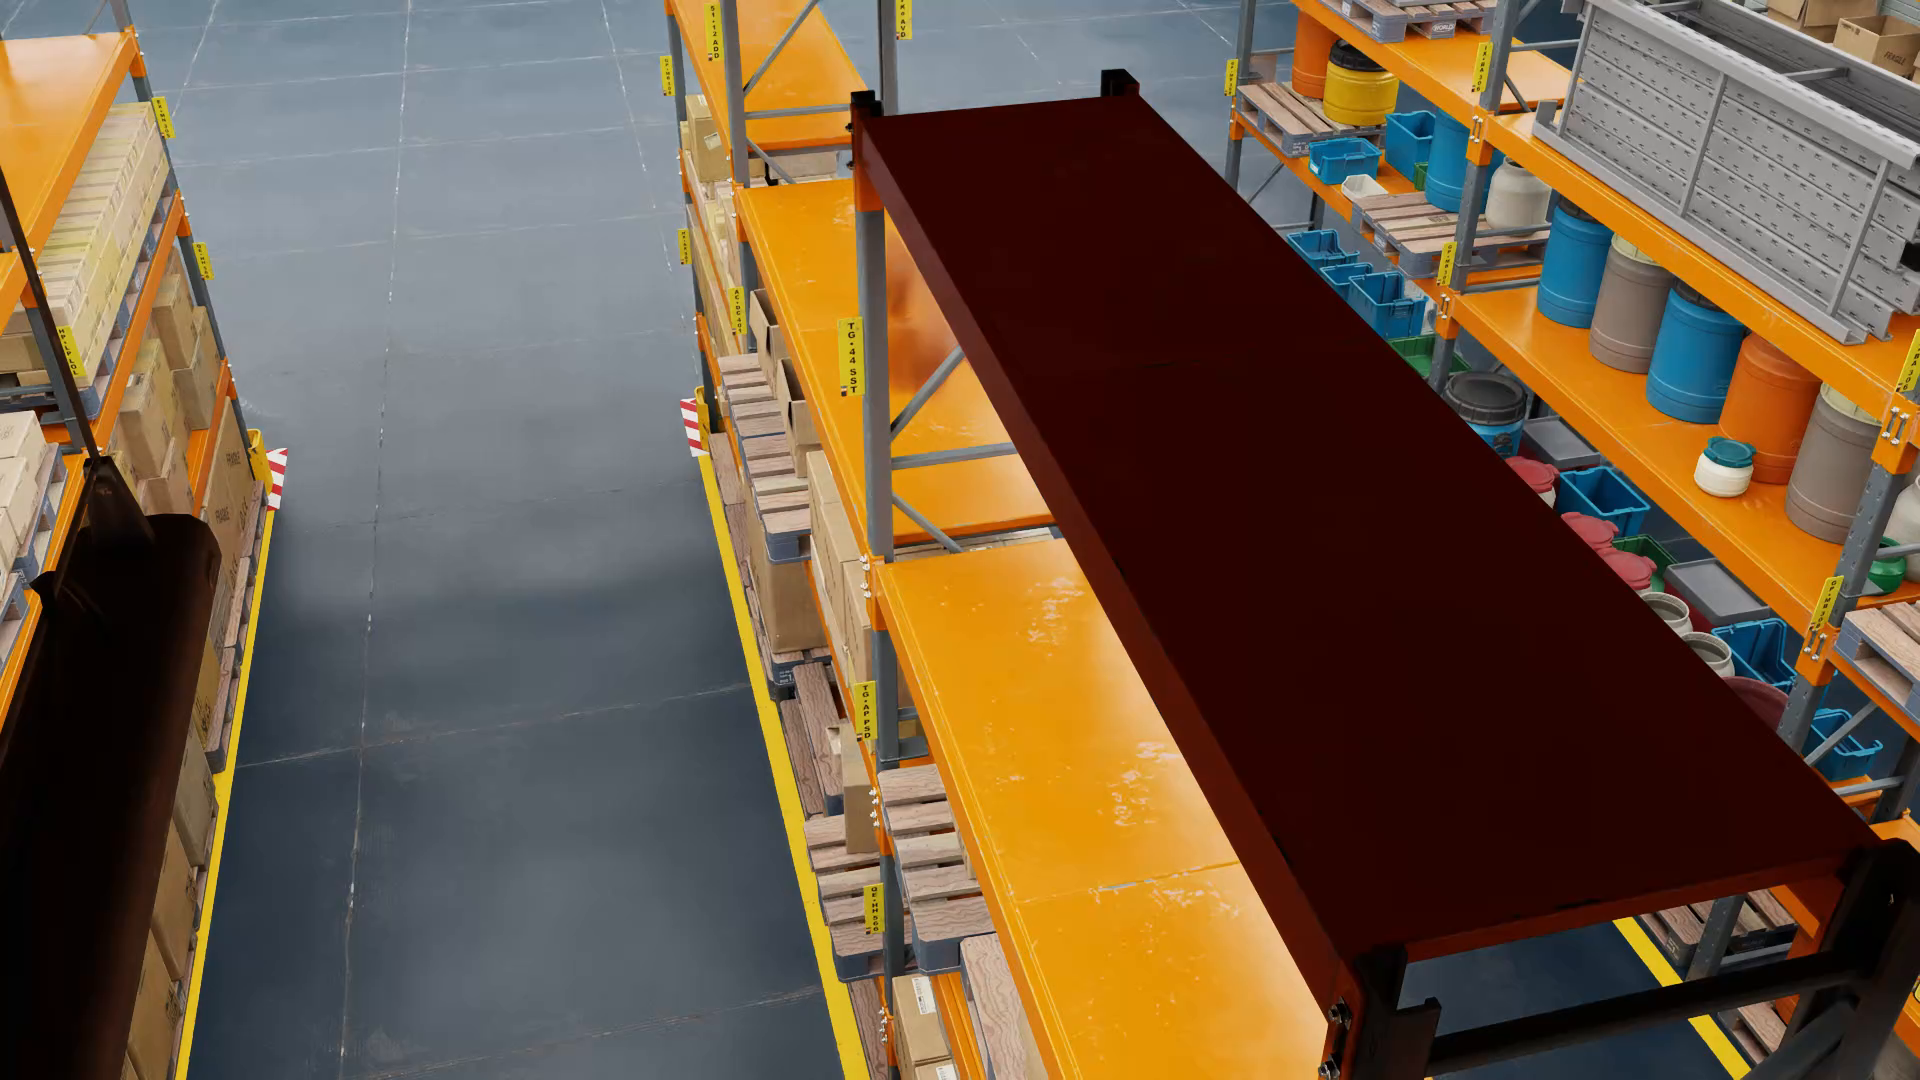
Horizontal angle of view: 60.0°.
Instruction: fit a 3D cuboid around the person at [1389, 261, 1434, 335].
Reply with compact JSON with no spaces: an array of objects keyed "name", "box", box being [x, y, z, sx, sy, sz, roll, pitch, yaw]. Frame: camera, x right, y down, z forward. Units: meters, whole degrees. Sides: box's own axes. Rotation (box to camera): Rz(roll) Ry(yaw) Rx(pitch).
[{"name":"person","box":[4.468,-2.430,16.102,0.699,1.812,0.818,-19,39,-25]}]
